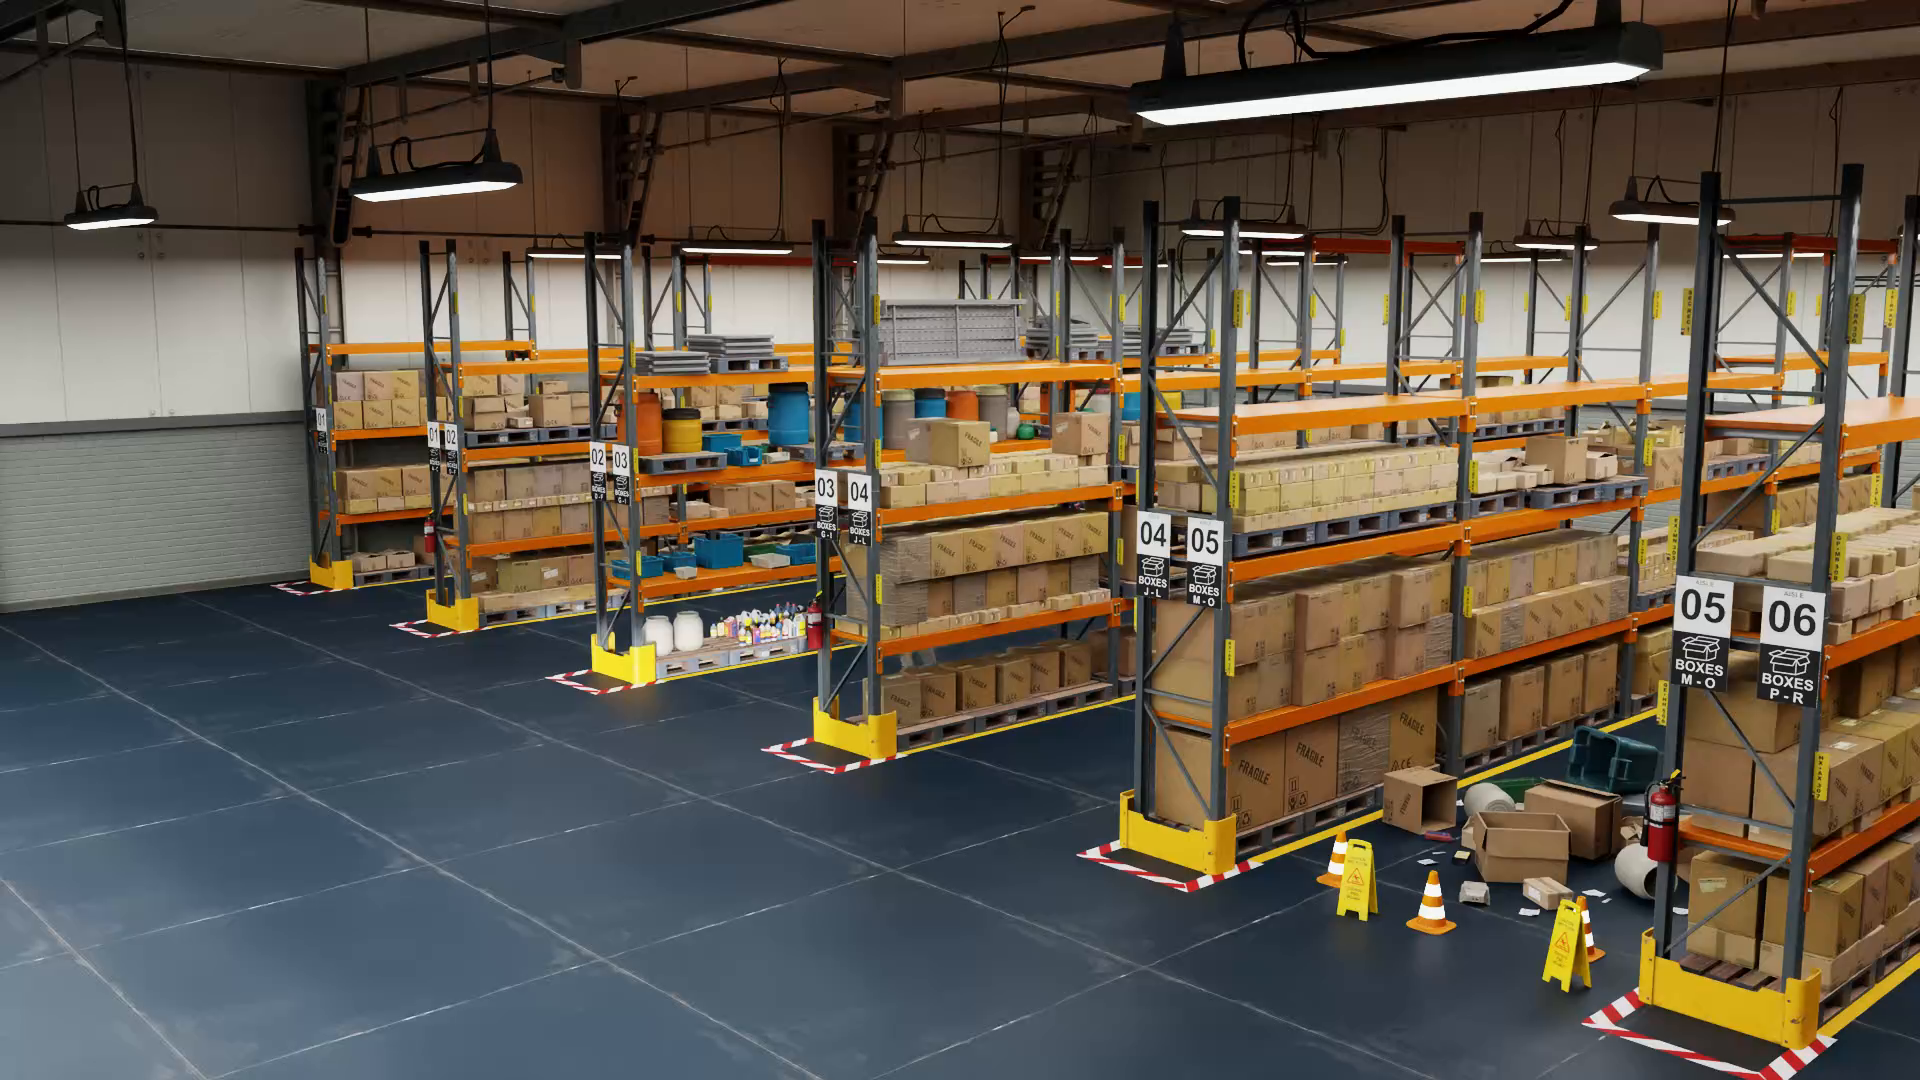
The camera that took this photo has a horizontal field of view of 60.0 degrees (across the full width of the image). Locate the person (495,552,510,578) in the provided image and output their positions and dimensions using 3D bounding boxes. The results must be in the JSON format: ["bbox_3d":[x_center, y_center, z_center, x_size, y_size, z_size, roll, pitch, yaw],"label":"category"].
[{"bbox_3d":[-7.808,0.133,28.454,0.644,1.668,0.946,8,11,42],"label":"person"}]

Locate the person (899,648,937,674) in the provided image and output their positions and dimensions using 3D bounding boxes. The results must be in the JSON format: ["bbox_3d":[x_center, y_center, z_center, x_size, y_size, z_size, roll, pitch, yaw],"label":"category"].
[{"bbox_3d":[-0.593,1.018,21.968,0.721,1.687,0.793,-2,9,-14],"label":"person"}]

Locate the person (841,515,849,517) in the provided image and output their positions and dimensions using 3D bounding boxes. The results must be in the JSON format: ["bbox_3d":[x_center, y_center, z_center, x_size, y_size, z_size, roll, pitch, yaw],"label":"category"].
[{"bbox_3d":[-1.749,-0.113,28.906,0.614,1.649,0.895,4,9,26],"label":"person"}]
